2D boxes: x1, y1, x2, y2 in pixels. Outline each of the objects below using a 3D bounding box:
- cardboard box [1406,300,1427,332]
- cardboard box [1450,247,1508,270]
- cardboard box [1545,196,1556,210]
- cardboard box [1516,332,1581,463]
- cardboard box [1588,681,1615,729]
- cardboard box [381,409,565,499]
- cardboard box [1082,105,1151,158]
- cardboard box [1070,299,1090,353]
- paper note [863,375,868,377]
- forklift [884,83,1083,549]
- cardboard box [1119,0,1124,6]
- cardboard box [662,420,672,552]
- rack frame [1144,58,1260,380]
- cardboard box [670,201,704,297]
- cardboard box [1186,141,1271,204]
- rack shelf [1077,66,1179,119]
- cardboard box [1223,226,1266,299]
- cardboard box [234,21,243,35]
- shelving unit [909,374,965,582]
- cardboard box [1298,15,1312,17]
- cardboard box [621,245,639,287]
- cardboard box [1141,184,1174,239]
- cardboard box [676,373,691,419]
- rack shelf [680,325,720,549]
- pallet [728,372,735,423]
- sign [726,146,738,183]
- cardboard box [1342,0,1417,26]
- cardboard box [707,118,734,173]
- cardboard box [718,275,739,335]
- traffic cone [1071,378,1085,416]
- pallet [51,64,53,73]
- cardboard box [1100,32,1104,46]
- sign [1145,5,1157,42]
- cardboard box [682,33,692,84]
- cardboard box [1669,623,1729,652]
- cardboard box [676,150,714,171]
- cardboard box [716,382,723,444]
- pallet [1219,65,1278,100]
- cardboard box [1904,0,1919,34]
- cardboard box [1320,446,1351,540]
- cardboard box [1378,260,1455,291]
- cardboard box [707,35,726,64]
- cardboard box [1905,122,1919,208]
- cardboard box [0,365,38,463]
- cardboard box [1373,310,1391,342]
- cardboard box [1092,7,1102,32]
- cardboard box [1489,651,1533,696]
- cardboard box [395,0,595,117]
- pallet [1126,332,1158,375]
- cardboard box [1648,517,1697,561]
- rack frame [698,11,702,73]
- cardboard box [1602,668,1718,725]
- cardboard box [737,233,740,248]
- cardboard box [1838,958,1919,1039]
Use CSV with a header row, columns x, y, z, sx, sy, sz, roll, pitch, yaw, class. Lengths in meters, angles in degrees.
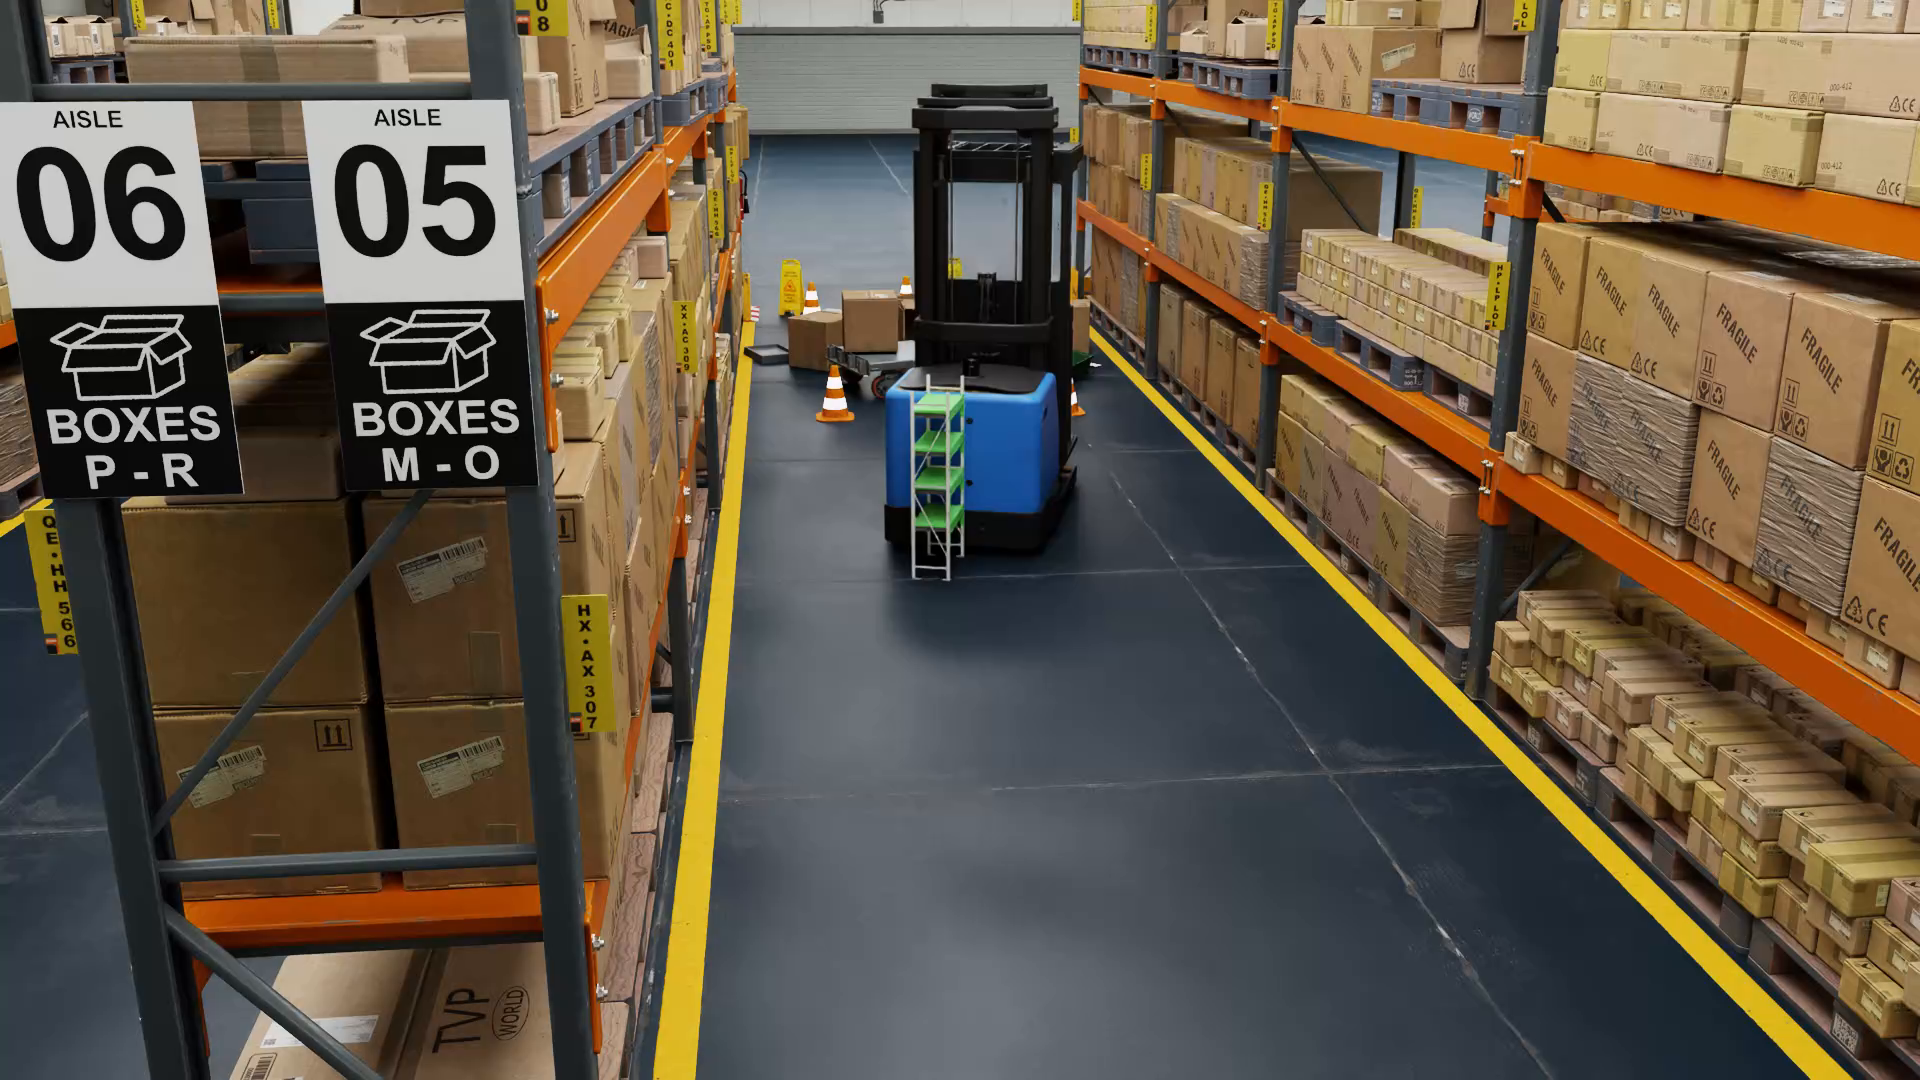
x,y,z,sx,sy,sz,roll,pitch,yaw,class
2.774,-1.277,9.460,0.380,0.149,0.250,-3,18,-8,cardboard box
3.315,-1.751,10.472,0.380,0.149,0.250,-2,18,-6,cardboard box
6.755,-3.745,18.518,0.380,0.149,0.250,-2,18,-6,cardboard box
2.921,-0.665,7.625,0.500,0.500,0.500,-2,18,-7,cardboard box
3.041,0.729,7.408,0.380,0.149,0.250,-3,18,-8,cardboard box
-1.141,-0.205,3.903,0.380,0.149,0.250,-1,17,-4,cardboard box
1.883,-4.681,19.027,0.875,0.550,0.550,-2,18,-6,cardboard box
1.115,-2.254,17.518,0.500,0.500,0.500,1,17,4,cardboard box
-0.976,-1.626,16.304,0.148,0.019,0.142,-2,18,-6,paper note
0.267,-1.738,11.820,1.130,2.935,3.031,3,18,10,forklift
1.811,-5.430,16.676,0.380,0.149,0.250,-2,18,-6,cardboard box
-1.432,-0.212,6.679,0.500,0.500,0.500,-2,18,-7,cardboard box
2.295,-3.015,15.772,1.000,3.000,0.127,-2,18,-6,rack frame
-1.786,-1.718,9.805,0.500,0.500,0.500,-2,18,-6,cardboard box
2.407,-3.238,14.648,0.700,0.500,0.500,-2,18,-7,cardboard box
2.089,-4.698,17.328,1.077,0.370,4.000,-2,18,-6,rack shelf
2.344,-2.145,12.835,0.500,0.500,0.500,-2,18,-6,cardboard box
-7.554,-5.171,16.988,0.396,0.266,0.258,-2,18,-5,cardboard box
-0.137,-0.394,10.428,0.258,1.200,0.503,3,18,10,shelving unit
2.695,-4.136,13.616,0.500,0.311,0.500,-2,18,-8,cardboard box
-1.525,-1.118,6.813,0.380,0.149,0.250,-1,17,-4,cardboard box
2.245,-3.196,16.098,0.875,0.550,0.550,-2,18,-6,cardboard box
-1.558,-0.755,7.989,0.500,0.250,0.500,-2,18,-7,cardboard box
-1.999,-0.701,9.602,1.077,0.370,4.000,-2,18,-6,rack shelf
-2.536,-1.269,14.867,1.003,0.211,1.213,-2,18,-6,pallet
-2.066,-3.402,15.073,0.100,0.325,0.005,-2,18,-6,sign
2.594,-3.309,10.258,0.396,0.266,0.258,-2,18,-6,cardboard box
-2.448,-3.636,15.418,0.700,0.500,0.500,-2,18,-6,cardboard box
-2.410,-2.262,16.012,0.500,0.500,0.500,-1,17,-3,cardboard box
0.932,-1.358,14.730,0.336,0.463,0.334,-2,18,-6,traffic cone
-7.419,-3.359,12.176,1.003,0.211,1.213,-1,17,-3,pallet
1.704,-5.353,17.763,0.380,0.149,0.250,-2,18,-5,cardboard box
1.743,-4.713,15.177,0.100,0.325,0.005,-2,18,-6,sign
-1.633,-2.571,8.873,0.396,0.266,0.258,0,17,-1,cardboard box
3.515,0.492,7.668,0.380,0.149,0.250,-2,18,-6,cardboard box
-2.210,-3.115,13.642,0.380,0.149,0.250,-3,18,-8,cardboard box
-2.338,-0.975,12.960,0.950,0.372,0.625,-2,18,-7,cardboard box
2.589,-3.354,12.160,1.213,0.211,1.003,-1,17,-3,pallet
3.150,-1.623,5.082,0.380,0.149,0.250,-2,18,-7,cardboard box
2.640,-0.310,10.627,0.500,0.500,0.500,-2,18,-7,cardboard box
2.722,-1.578,9.919,0.380,0.149,0.250,-2,18,-6,cardboard box
-2.391,-4.473,15.162,0.500,0.250,0.500,-2,18,-7,cardboard box
3.163,-1.078,4.846,0.500,0.250,0.500,-2,18,-6,cardboard box
-7.268,-0.933,12.406,0.875,0.625,0.625,-1,17,-4,cardboard box
2.718,-1.291,10.001,0.380,0.149,0.250,-2,18,-7,cardboard box
1.731,-5.653,18.053,0.500,0.250,0.500,-2,18,-6,cardboard box
2.839,0.647,8.167,0.380,0.149,0.250,-3,18,-8,cardboard box
-1.439,-1.589,5.186,0.500,0.500,0.500,-1,17,-5,cardboard box
2.295,-1.913,16.919,1.003,0.211,1.213,-2,18,-6,pallet
3.008,-0.026,6.671,0.380,0.149,0.250,-1,17,-3,cardboard box
-2.205,-4.502,10.494,1.000,3.000,0.127,-2,18,-6,rack frame
2.989,0.667,7.110,0.380,0.149,0.250,-1,17,-4,cardboard box
-2.584,-3.241,18.048,0.380,0.149,0.250,-1,17,-4,cardboard box
3.144,1.497,5.461,0.380,0.149,0.250,-1,17,-4,cardboard box
